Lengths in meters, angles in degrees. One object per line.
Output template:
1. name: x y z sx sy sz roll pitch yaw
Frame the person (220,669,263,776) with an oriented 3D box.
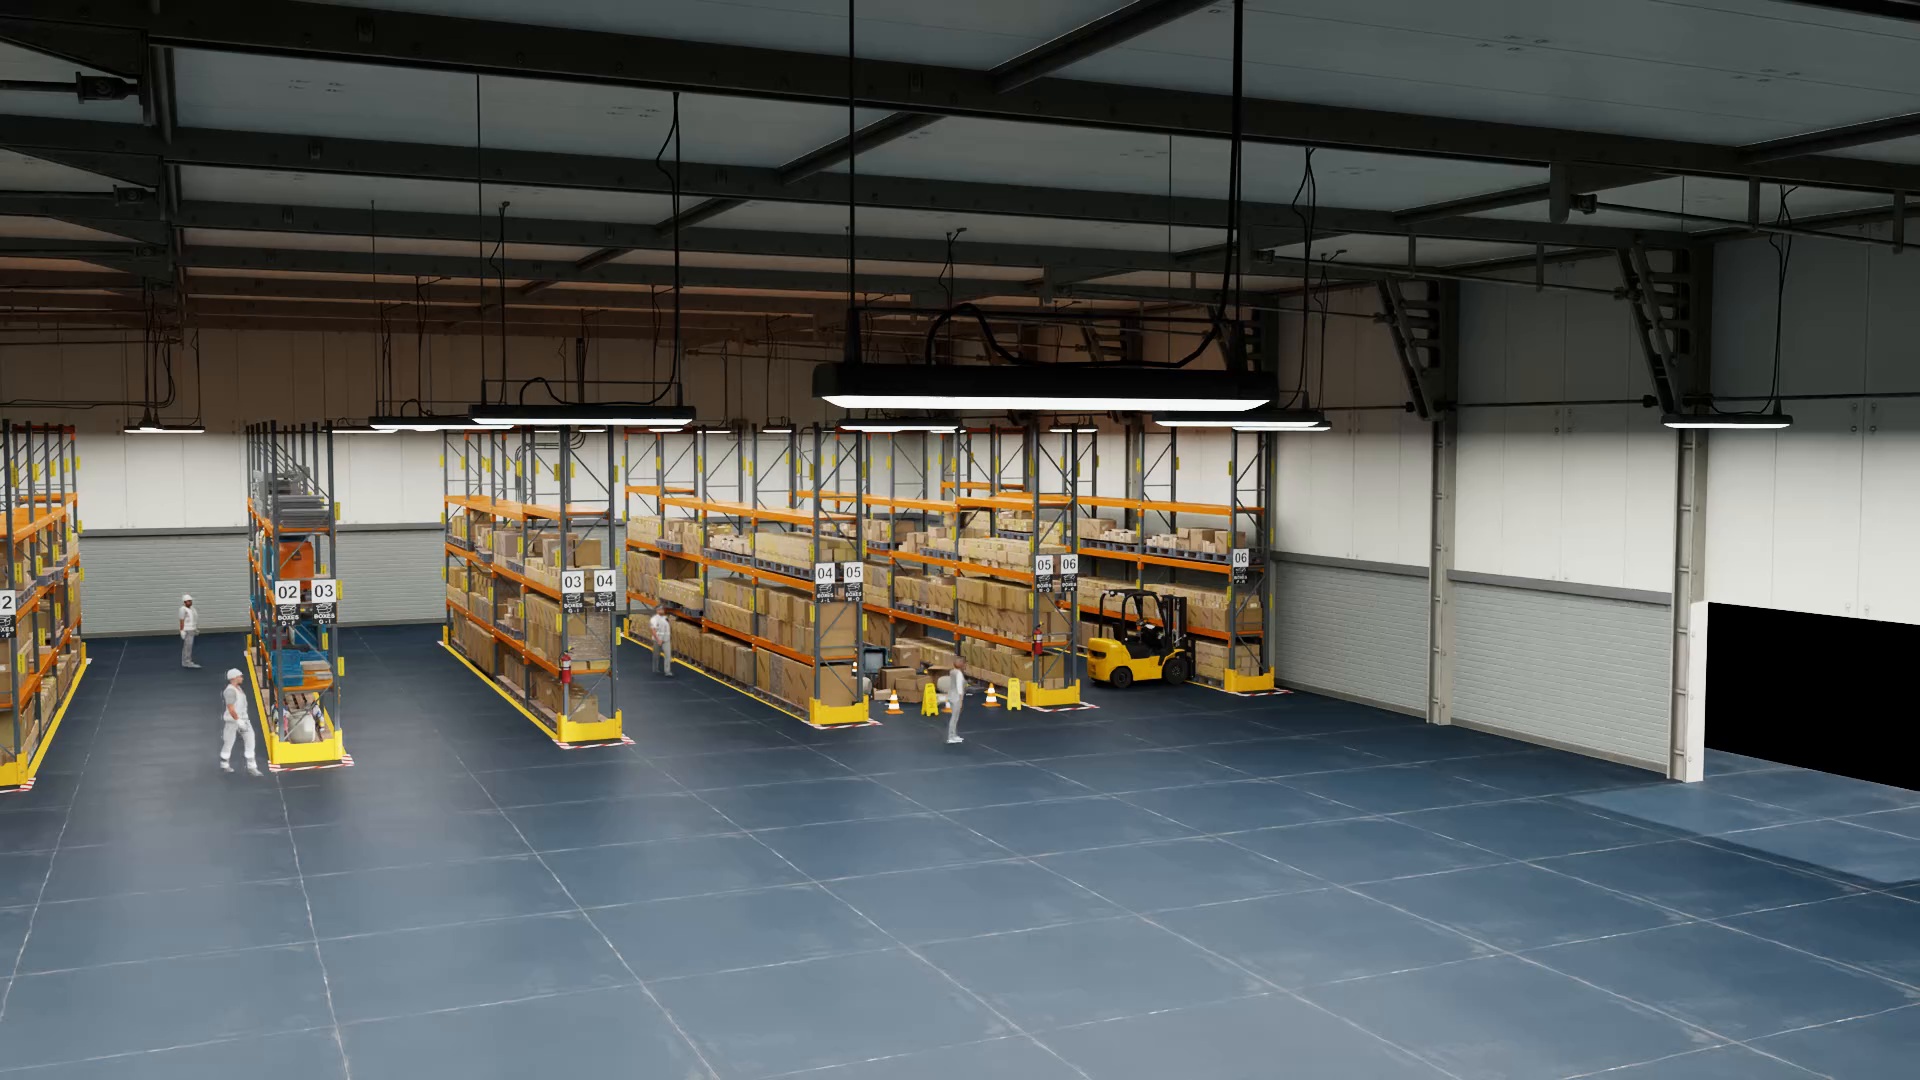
1. person: -12.158 3.073 27.987 0.807 1.796 0.480 2 4 29

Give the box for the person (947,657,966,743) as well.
1. person: -0.068 2.986 30.989 0.341 1.594 0.435 -1 4 -20

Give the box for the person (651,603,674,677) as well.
1. person: -7.130 2.365 39.695 0.528 1.710 1.032 -1 4 -20

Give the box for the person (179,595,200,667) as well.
1. person: -19.107 2.252 41.270 0.440 1.796 0.579 -1 4 -15
